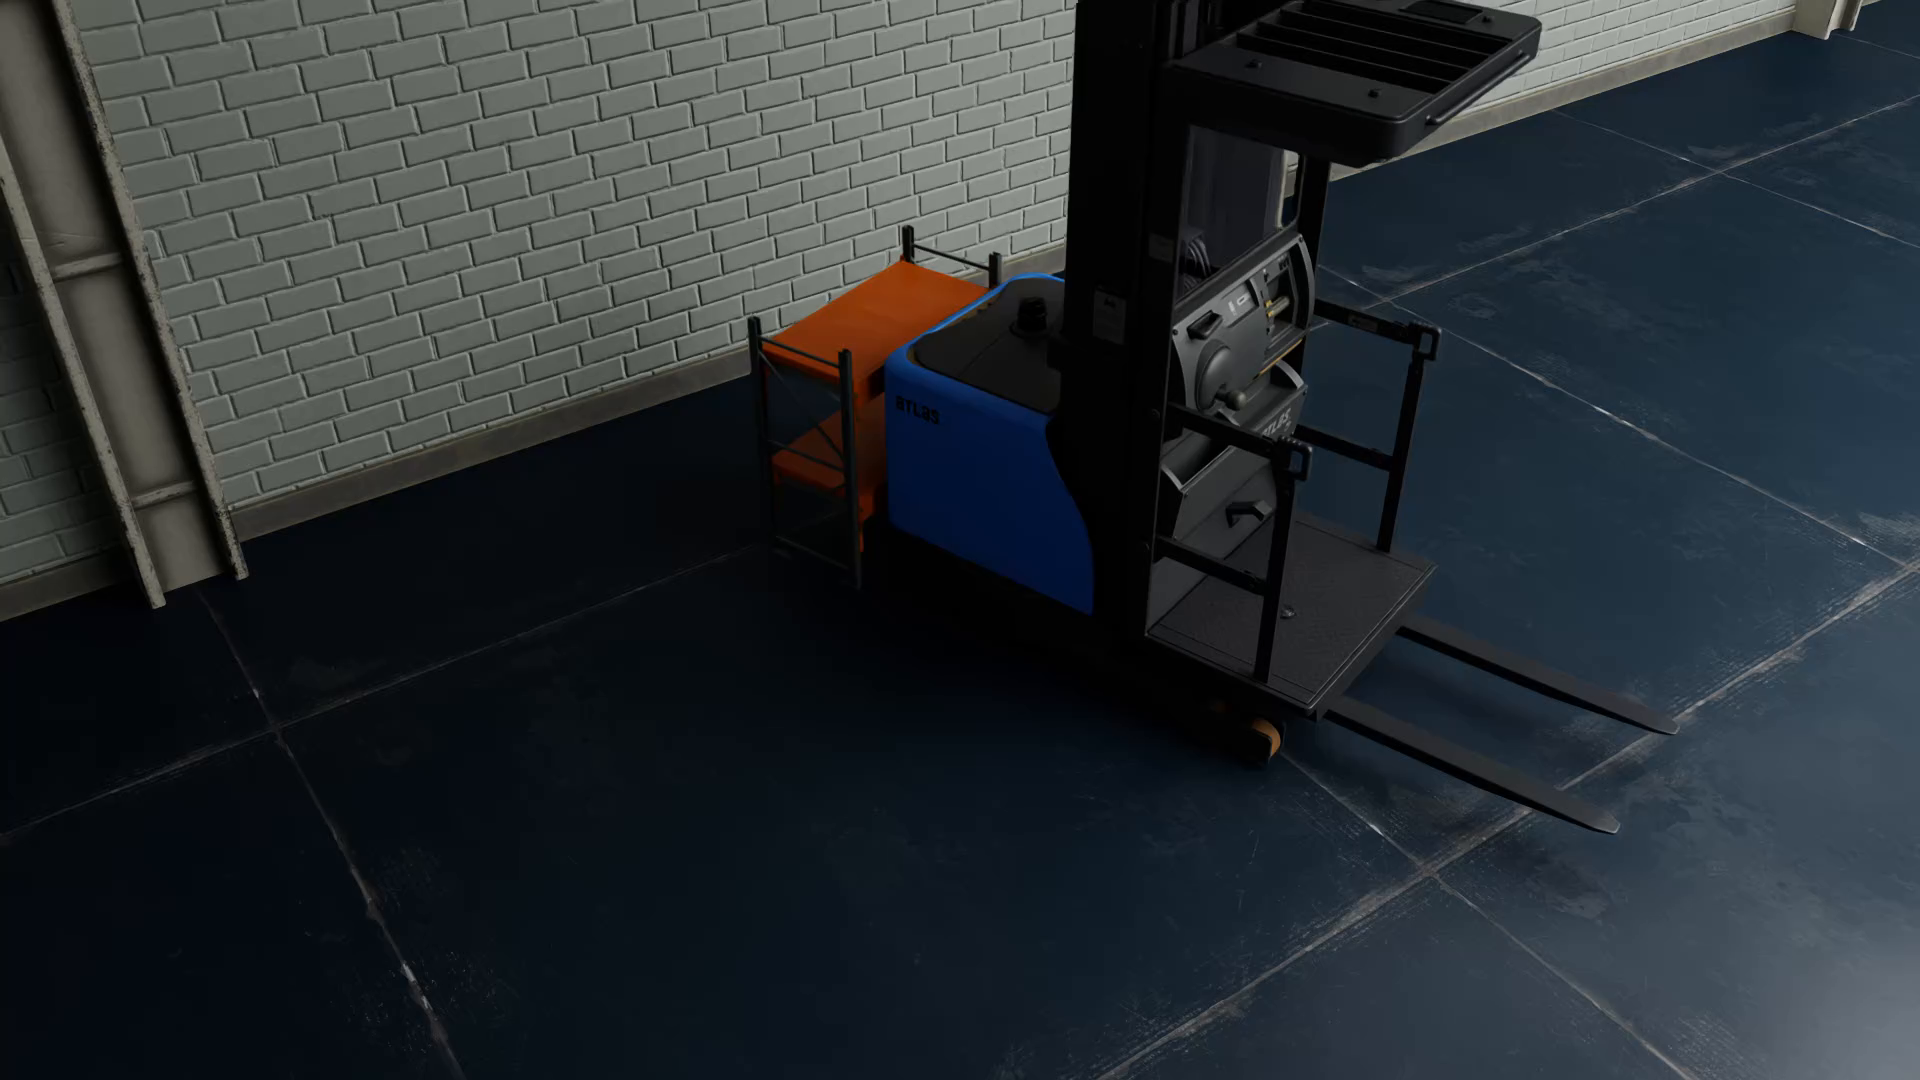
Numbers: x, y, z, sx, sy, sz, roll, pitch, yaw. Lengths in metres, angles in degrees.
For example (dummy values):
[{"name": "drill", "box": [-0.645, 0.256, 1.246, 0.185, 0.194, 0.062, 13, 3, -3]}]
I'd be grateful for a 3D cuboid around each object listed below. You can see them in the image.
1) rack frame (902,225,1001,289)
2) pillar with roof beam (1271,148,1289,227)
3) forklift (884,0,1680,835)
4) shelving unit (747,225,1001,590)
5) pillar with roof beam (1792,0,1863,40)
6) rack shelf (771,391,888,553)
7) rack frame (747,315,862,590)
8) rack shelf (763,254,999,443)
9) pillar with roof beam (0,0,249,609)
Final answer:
[{"name": "rack frame", "box": [-0.038, -0.823, 7.431, 0.500, 1.125, 0.032, 22, 41, 28]}, {"name": "pillar with roof beam", "box": [4.127, -3.471, 4.368, 0.400, 9.000, 9.100, -22, 41, -28]}, {"name": "forklift", "box": [1.169, -0.725, 5.747, 3.031, 2.935, 1.130, 24, 42, 29]}, {"name": "shelving unit", "box": [-0.331, -0.581, 7.094, 0.538, 1.125, 1.048, 22, 41, 28]}, {"name": "pillar with roof beam", "box": [9.032, -5.489, 7.174, 0.400, 9.000, 9.100, -22, 41, -28]}, {"name": "rack shelf", "box": [-0.331, -0.382, 7.237, 0.538, 0.278, 1.000, 22, 41, 28]}, {"name": "rack frame", "box": [-0.624, -0.338, 6.756, 0.500, 1.125, 0.032, 22, 41, 28]}, {"name": "rack shelf", "box": [-0.331, -0.818, 6.923, 0.538, 0.278, 1.000, 22, 41, 28]}, {"name": "pillar with roof beam", "box": [-0.777, -1.452, 1.562, 0.400, 9.000, 9.100, -22, 41, -28]}]
